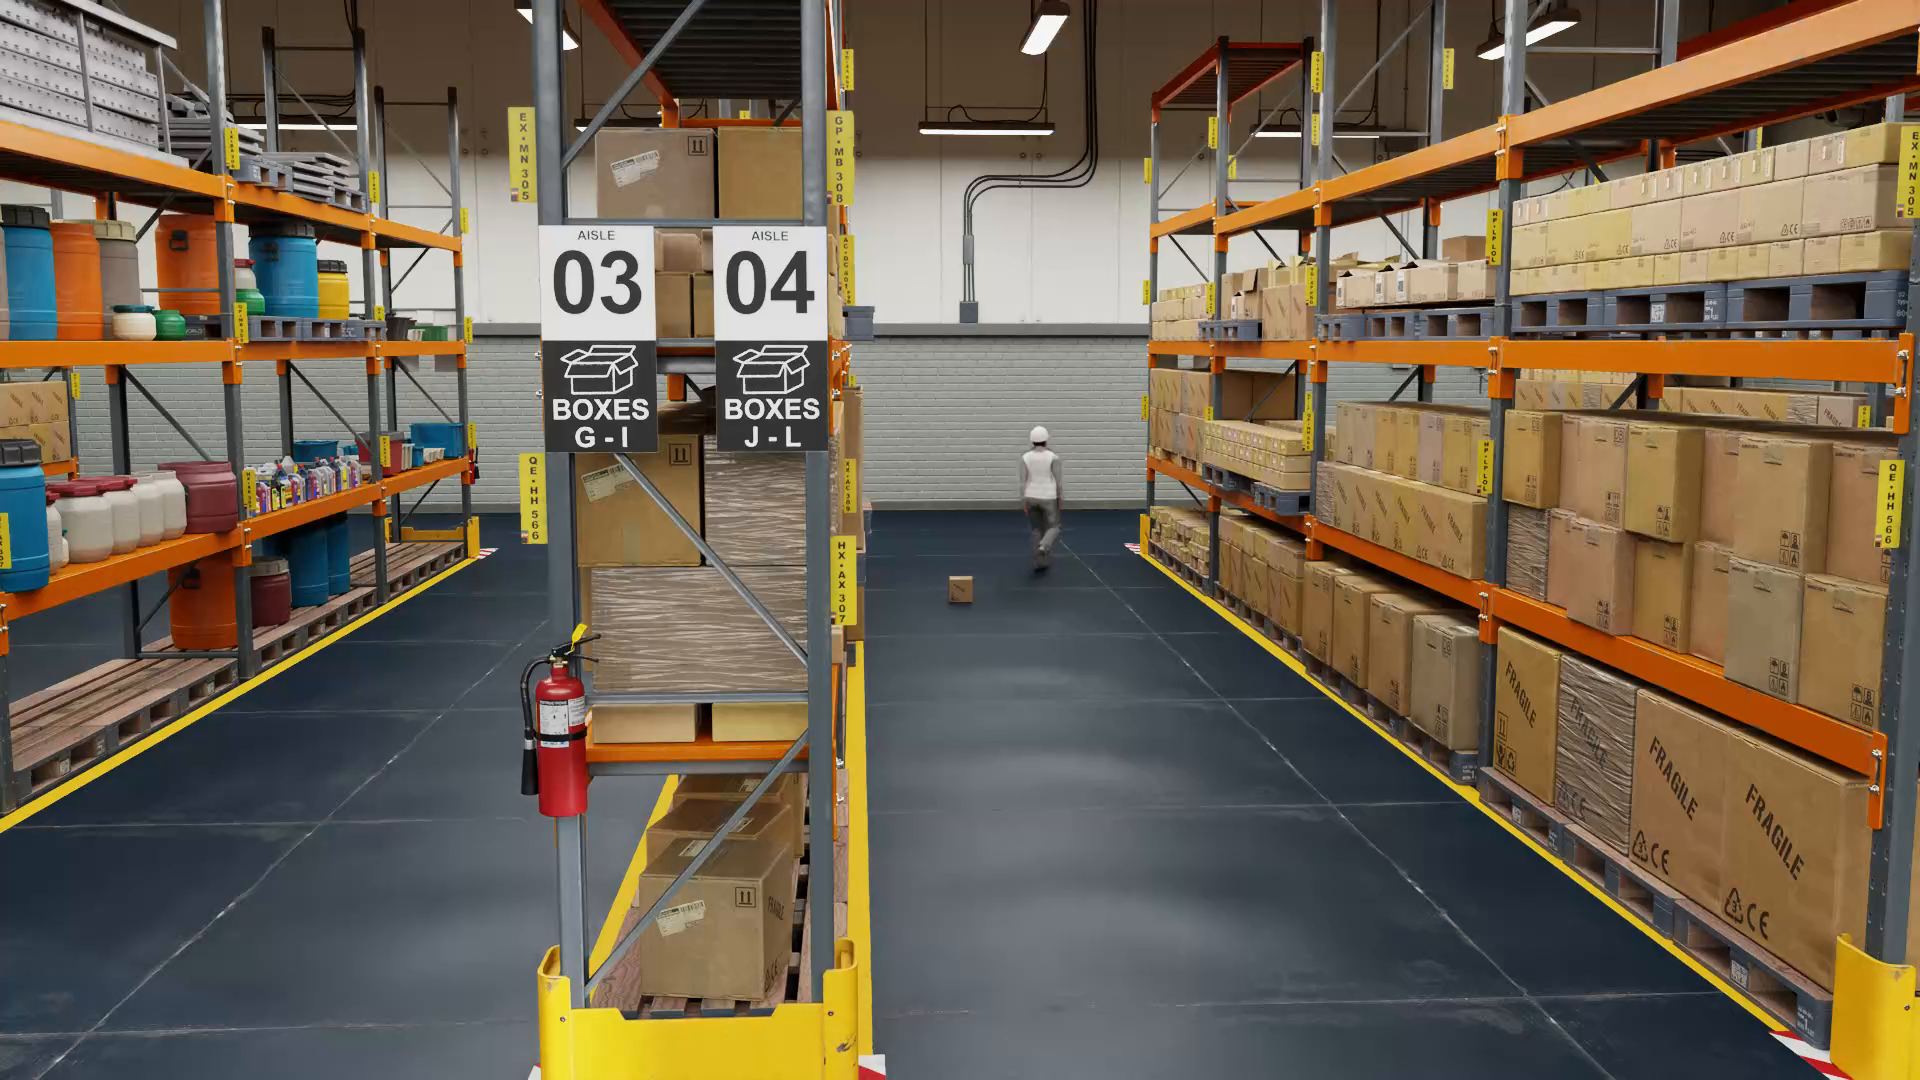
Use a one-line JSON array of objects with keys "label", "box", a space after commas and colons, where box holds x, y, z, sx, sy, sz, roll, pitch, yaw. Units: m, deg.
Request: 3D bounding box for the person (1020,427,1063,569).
[{"label": "person", "box": [0.989, -0.506, 20.271, 0.527, 1.751, 0.664, 3, 7, 20]}]
